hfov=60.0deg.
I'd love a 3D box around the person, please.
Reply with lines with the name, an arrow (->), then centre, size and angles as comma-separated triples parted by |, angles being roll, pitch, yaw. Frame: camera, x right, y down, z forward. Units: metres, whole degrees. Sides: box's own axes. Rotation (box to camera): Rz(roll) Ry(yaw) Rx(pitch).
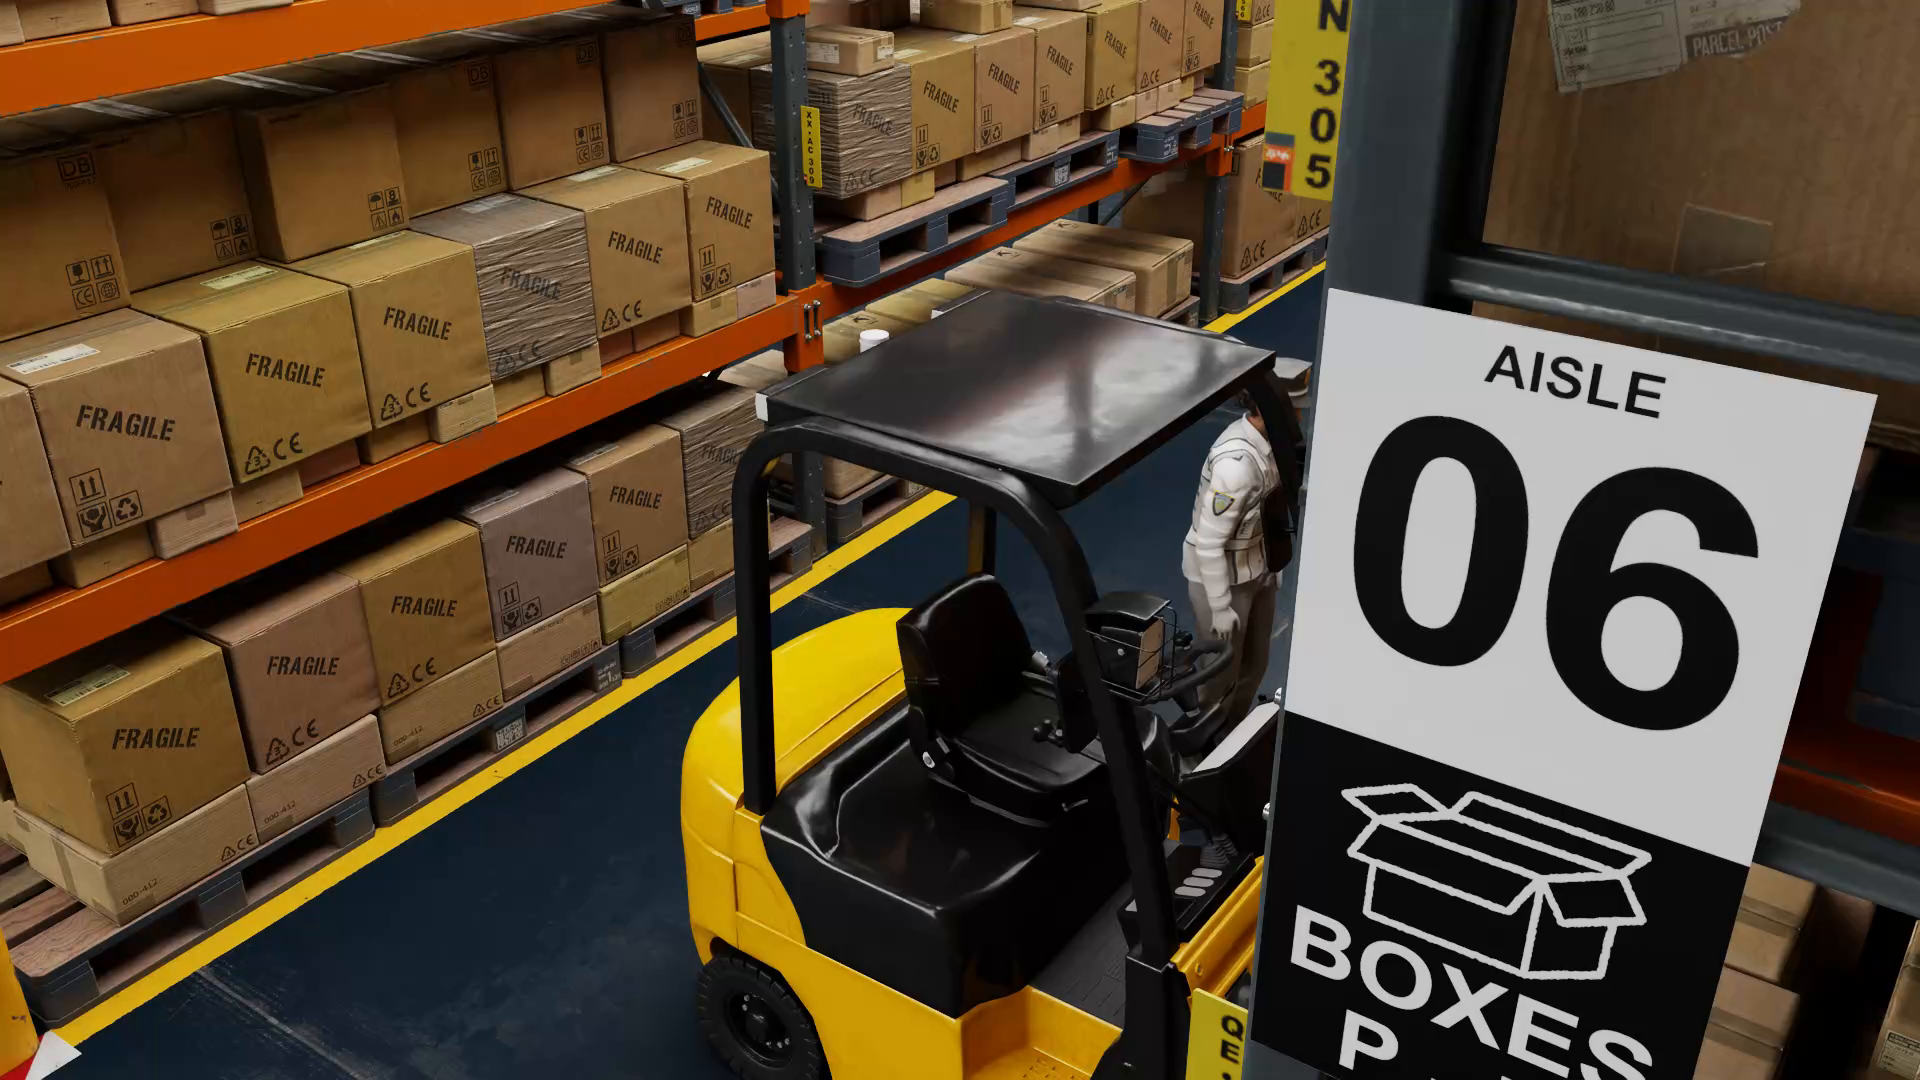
person -> 0.982, 0.145, 5.829 | 0.374, 1.664, 0.540 | 16, 31, 29
